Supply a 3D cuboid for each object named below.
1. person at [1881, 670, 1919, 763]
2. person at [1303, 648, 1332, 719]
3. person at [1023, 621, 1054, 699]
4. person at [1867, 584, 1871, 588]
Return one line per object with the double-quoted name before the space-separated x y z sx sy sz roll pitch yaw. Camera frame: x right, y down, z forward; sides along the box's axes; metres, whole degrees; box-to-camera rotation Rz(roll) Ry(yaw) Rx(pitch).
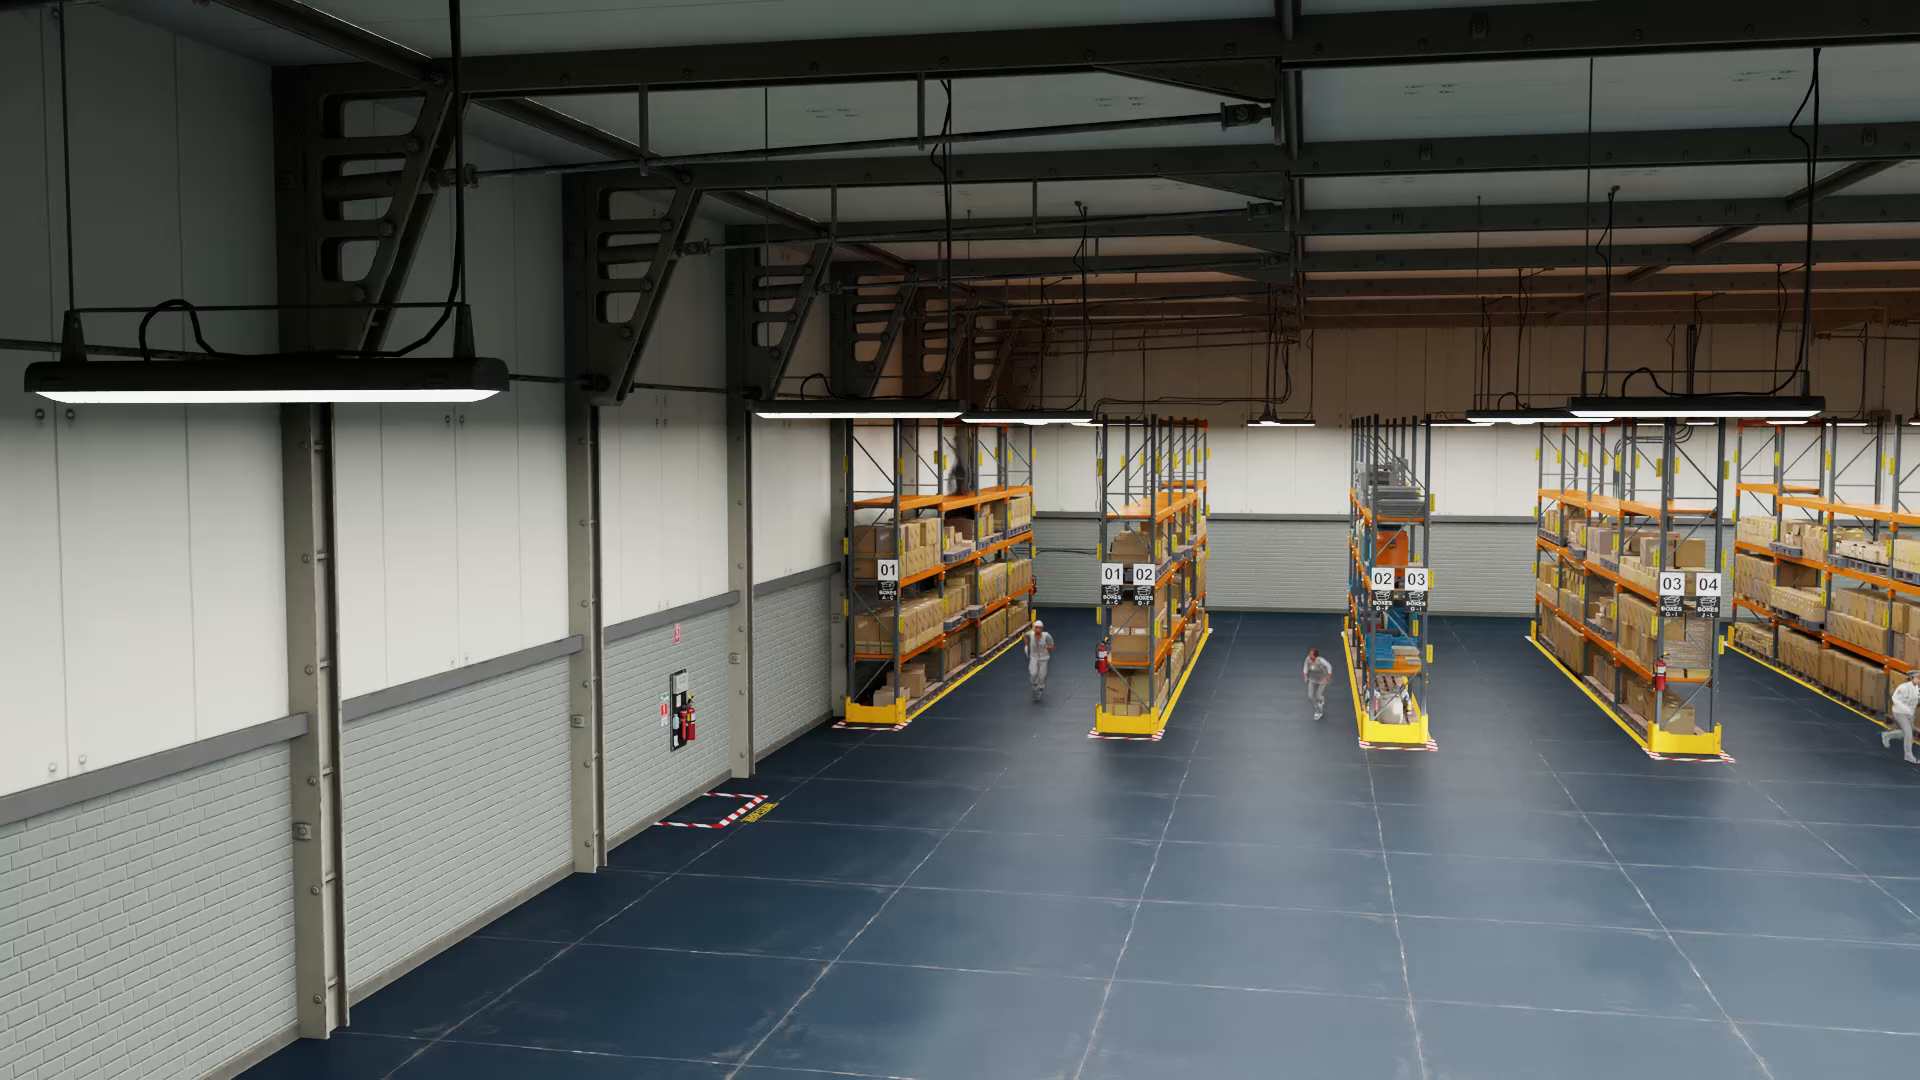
"person" 16.288 3.009 28.763 0.595 1.632 0.719 -1 4 -17
"person" 7.094 2.825 32.899 0.562 1.448 0.800 2 4 30
"person" 1.643 2.521 34.866 0.643 1.700 0.885 0 4 4
"person" 24.458 1.970 44.586 0.558 1.613 0.619 1 4 11
